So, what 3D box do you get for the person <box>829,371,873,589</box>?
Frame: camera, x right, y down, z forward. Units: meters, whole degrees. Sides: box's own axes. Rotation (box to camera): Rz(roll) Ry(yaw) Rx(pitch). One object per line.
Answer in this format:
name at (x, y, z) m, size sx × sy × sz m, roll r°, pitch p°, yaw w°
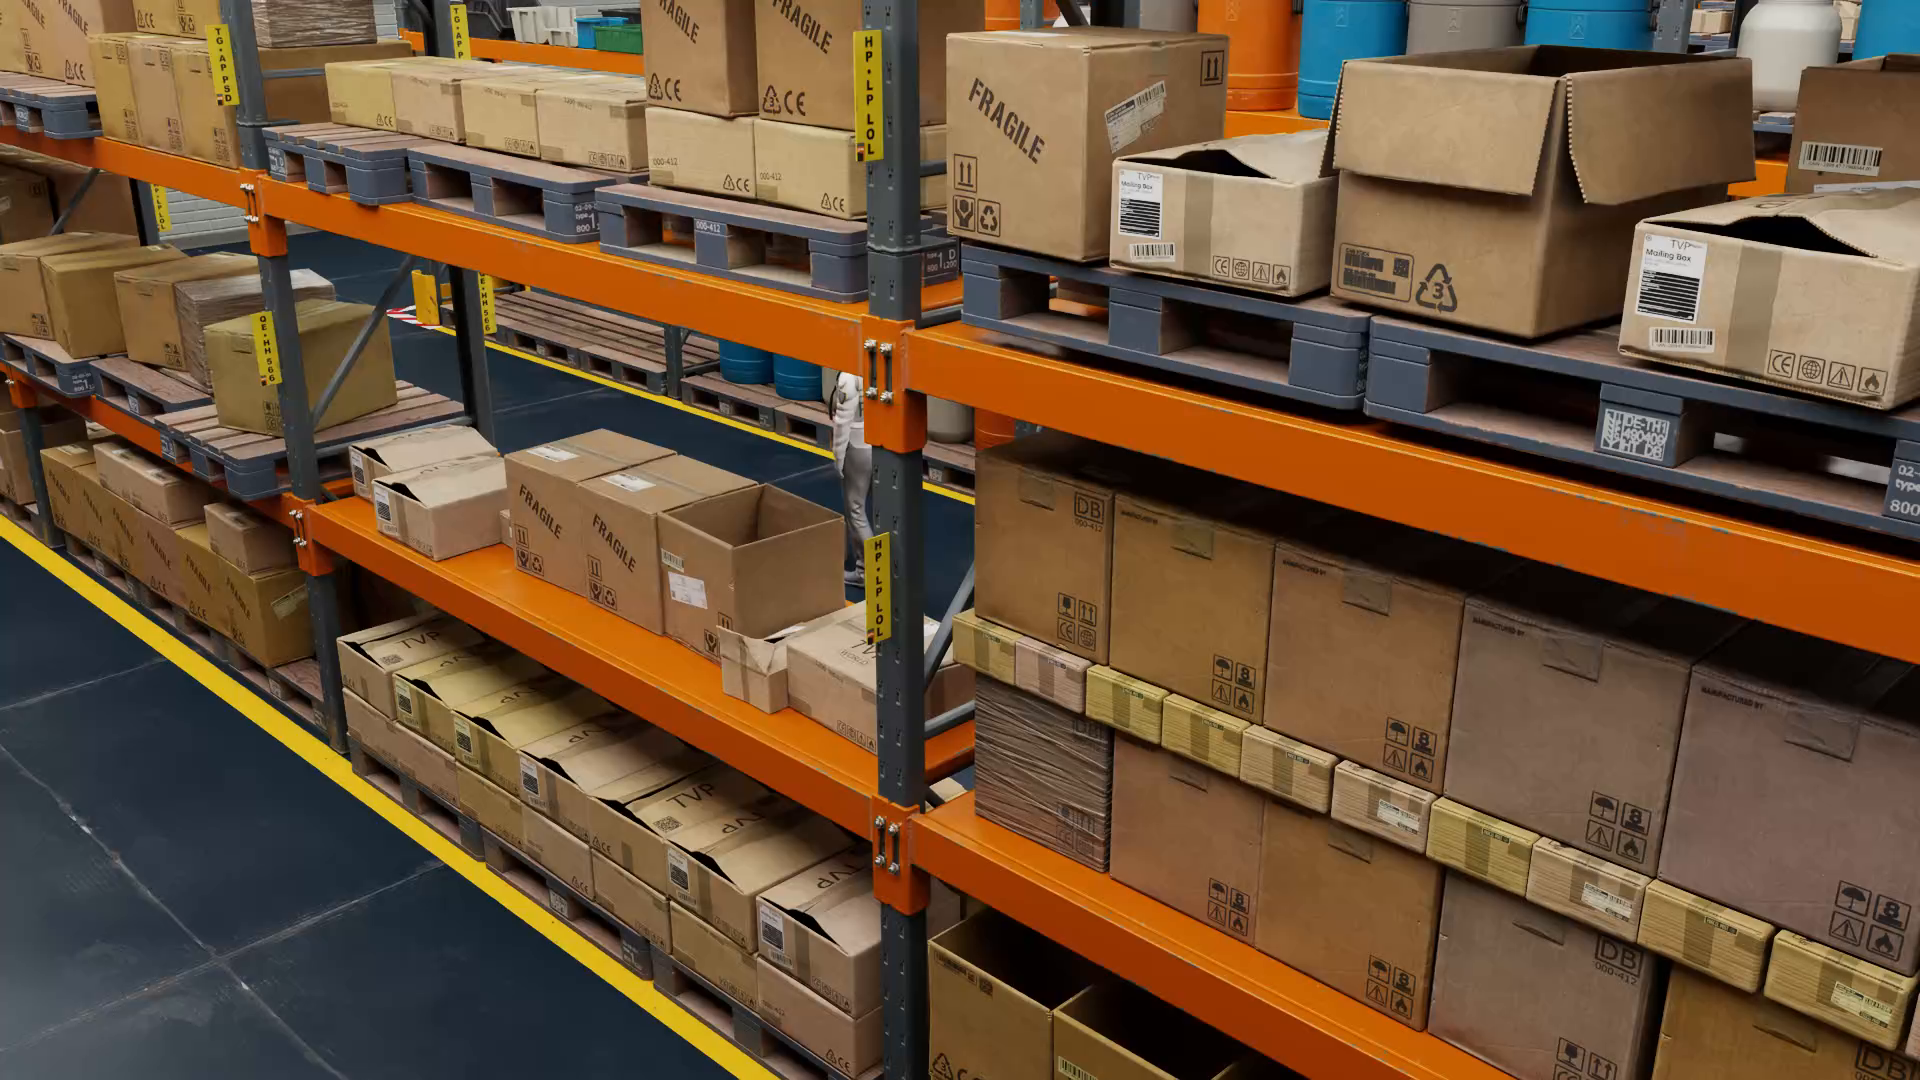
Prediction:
person at (-0.573, -0.533, 9.982) m, size 0.467 × 1.672 × 0.331 m, roll -19°, pitch 28°, yaw -41°
